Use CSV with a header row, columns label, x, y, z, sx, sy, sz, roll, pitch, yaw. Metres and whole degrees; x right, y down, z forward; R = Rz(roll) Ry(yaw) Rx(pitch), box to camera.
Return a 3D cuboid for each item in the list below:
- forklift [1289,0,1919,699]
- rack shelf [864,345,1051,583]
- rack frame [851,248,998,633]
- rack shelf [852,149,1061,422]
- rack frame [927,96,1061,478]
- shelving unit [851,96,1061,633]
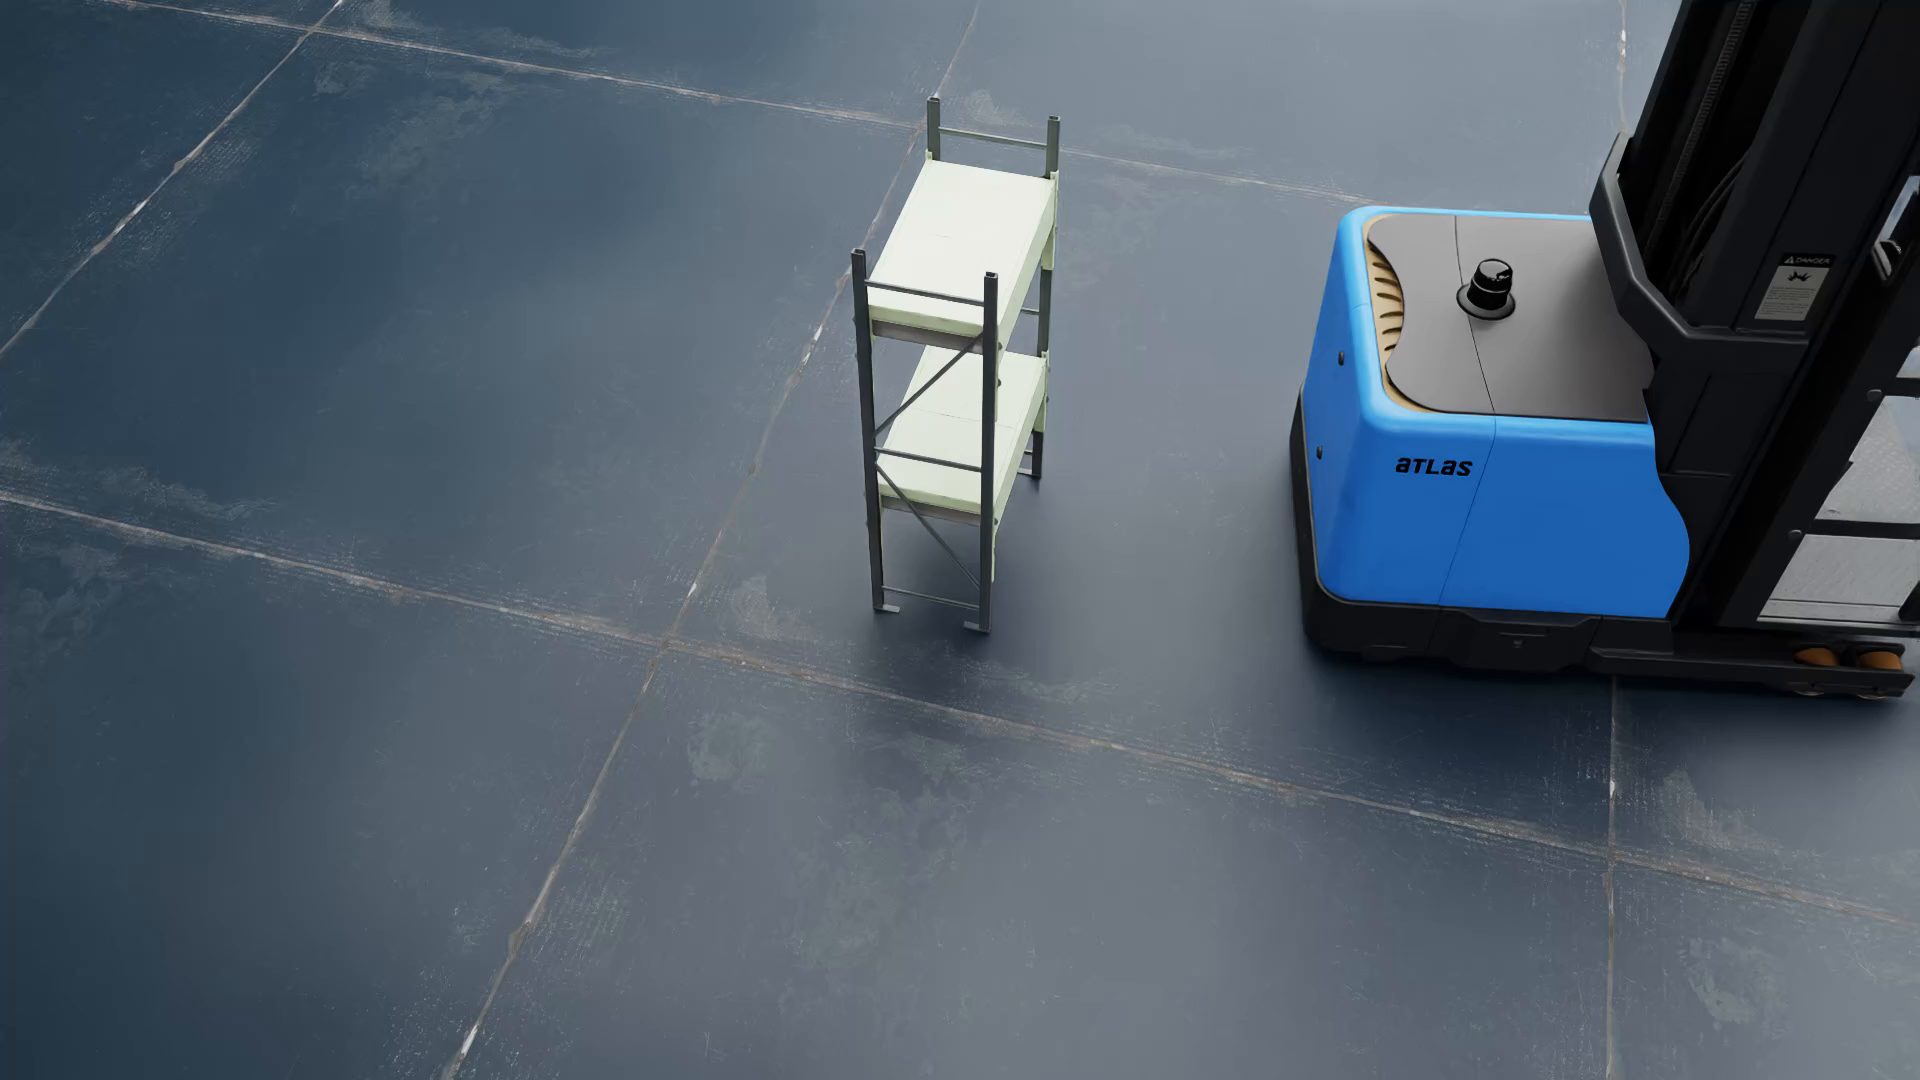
label,x,y,z,sx,sy,sz,roll,pitch,yaw
forklift,2.661,-0.880,4.572,3.031,2.935,1.130,3,49,3
rack shelf,0.002,-0.285,5.436,0.431,0.370,0.720,12,50,10
rack frame,-0.095,-0.236,4.958,0.400,1.500,0.023,12,50,10
rack shelf,0.002,-0.759,4.899,0.431,0.370,0.720,12,50,10
rack frame,0.098,-0.766,5.426,0.400,1.500,0.023,12,50,10
shelving unit,0.002,-0.501,5.192,0.431,1.500,0.755,12,50,10
